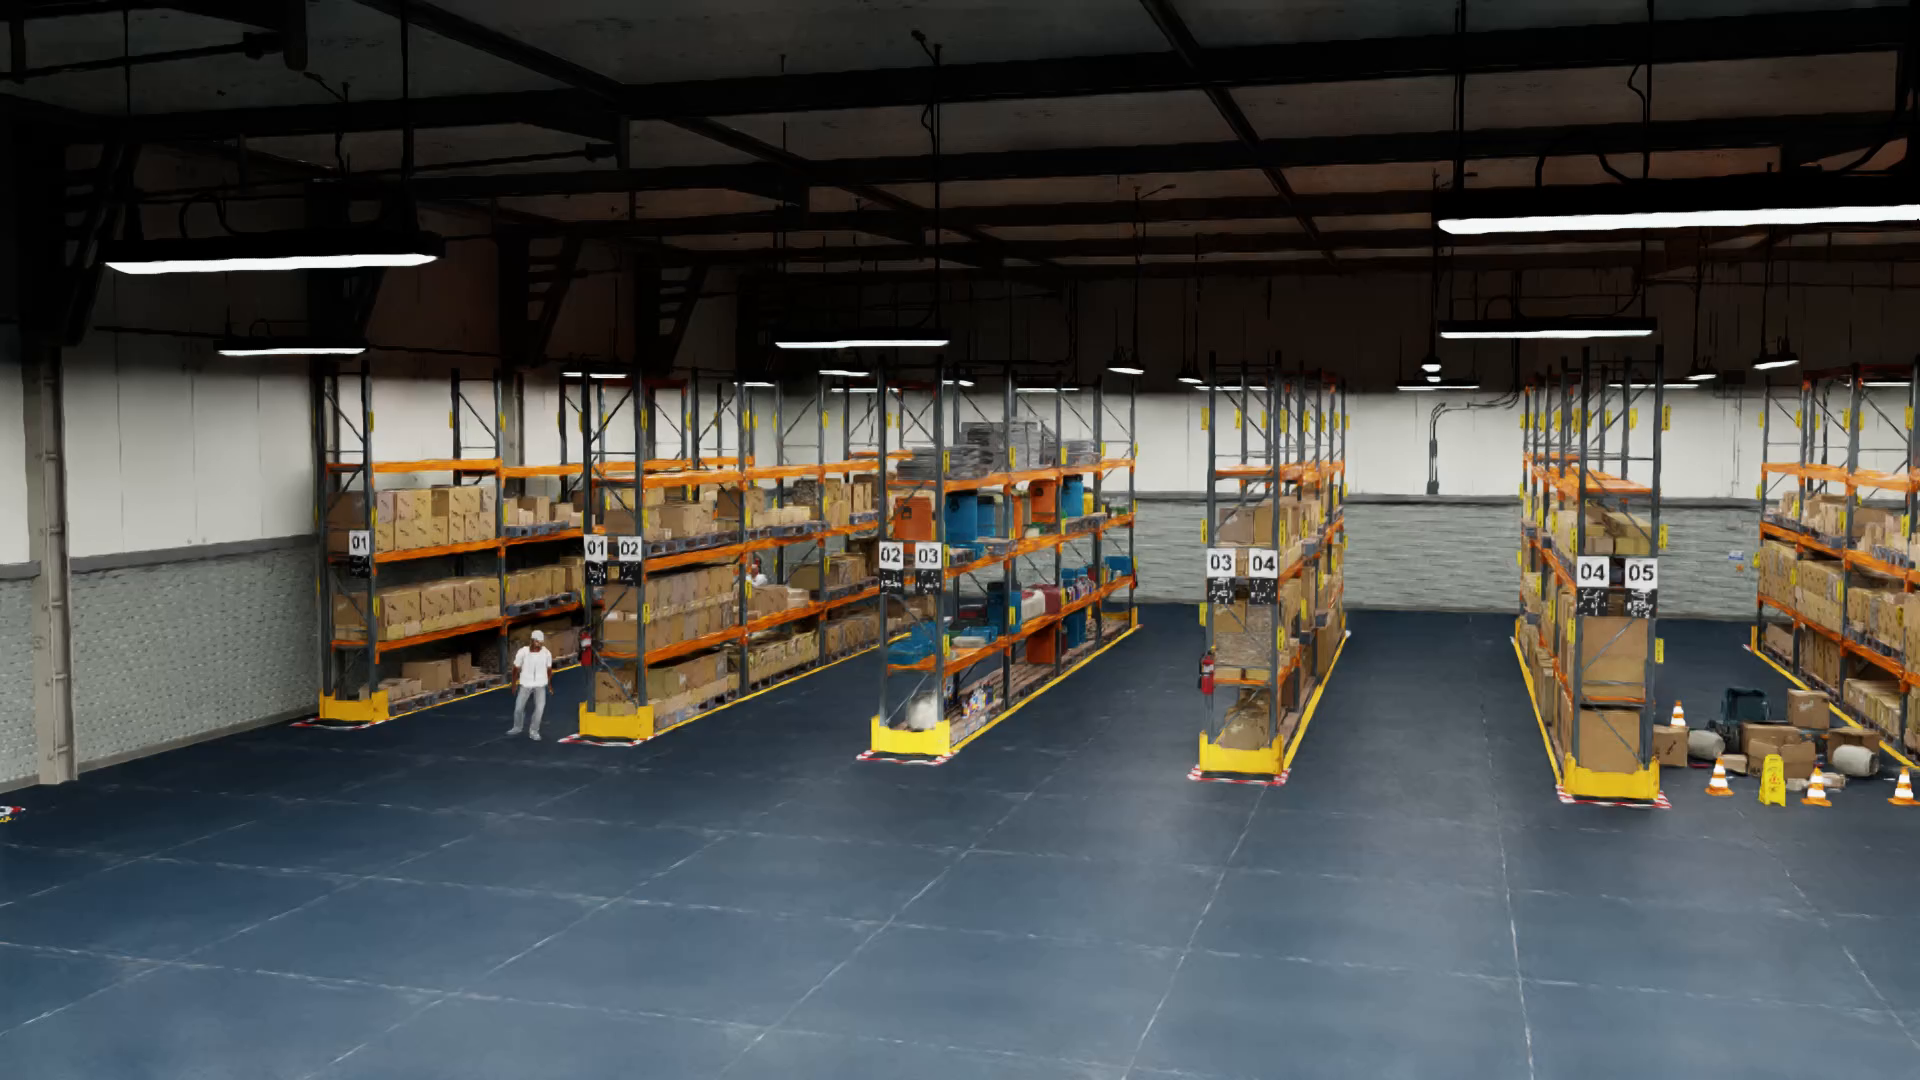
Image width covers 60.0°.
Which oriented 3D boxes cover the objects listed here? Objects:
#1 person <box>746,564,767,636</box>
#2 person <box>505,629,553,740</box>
[{"bbox_3d":[-4.729,1.387,38.403,0.599,1.696,1.176,1,4,18],"label":"person"},{"bbox_3d":[-6.787,2.268,26.157,0.745,1.744,0.510,-1,4,-19],"label":"person"}]
